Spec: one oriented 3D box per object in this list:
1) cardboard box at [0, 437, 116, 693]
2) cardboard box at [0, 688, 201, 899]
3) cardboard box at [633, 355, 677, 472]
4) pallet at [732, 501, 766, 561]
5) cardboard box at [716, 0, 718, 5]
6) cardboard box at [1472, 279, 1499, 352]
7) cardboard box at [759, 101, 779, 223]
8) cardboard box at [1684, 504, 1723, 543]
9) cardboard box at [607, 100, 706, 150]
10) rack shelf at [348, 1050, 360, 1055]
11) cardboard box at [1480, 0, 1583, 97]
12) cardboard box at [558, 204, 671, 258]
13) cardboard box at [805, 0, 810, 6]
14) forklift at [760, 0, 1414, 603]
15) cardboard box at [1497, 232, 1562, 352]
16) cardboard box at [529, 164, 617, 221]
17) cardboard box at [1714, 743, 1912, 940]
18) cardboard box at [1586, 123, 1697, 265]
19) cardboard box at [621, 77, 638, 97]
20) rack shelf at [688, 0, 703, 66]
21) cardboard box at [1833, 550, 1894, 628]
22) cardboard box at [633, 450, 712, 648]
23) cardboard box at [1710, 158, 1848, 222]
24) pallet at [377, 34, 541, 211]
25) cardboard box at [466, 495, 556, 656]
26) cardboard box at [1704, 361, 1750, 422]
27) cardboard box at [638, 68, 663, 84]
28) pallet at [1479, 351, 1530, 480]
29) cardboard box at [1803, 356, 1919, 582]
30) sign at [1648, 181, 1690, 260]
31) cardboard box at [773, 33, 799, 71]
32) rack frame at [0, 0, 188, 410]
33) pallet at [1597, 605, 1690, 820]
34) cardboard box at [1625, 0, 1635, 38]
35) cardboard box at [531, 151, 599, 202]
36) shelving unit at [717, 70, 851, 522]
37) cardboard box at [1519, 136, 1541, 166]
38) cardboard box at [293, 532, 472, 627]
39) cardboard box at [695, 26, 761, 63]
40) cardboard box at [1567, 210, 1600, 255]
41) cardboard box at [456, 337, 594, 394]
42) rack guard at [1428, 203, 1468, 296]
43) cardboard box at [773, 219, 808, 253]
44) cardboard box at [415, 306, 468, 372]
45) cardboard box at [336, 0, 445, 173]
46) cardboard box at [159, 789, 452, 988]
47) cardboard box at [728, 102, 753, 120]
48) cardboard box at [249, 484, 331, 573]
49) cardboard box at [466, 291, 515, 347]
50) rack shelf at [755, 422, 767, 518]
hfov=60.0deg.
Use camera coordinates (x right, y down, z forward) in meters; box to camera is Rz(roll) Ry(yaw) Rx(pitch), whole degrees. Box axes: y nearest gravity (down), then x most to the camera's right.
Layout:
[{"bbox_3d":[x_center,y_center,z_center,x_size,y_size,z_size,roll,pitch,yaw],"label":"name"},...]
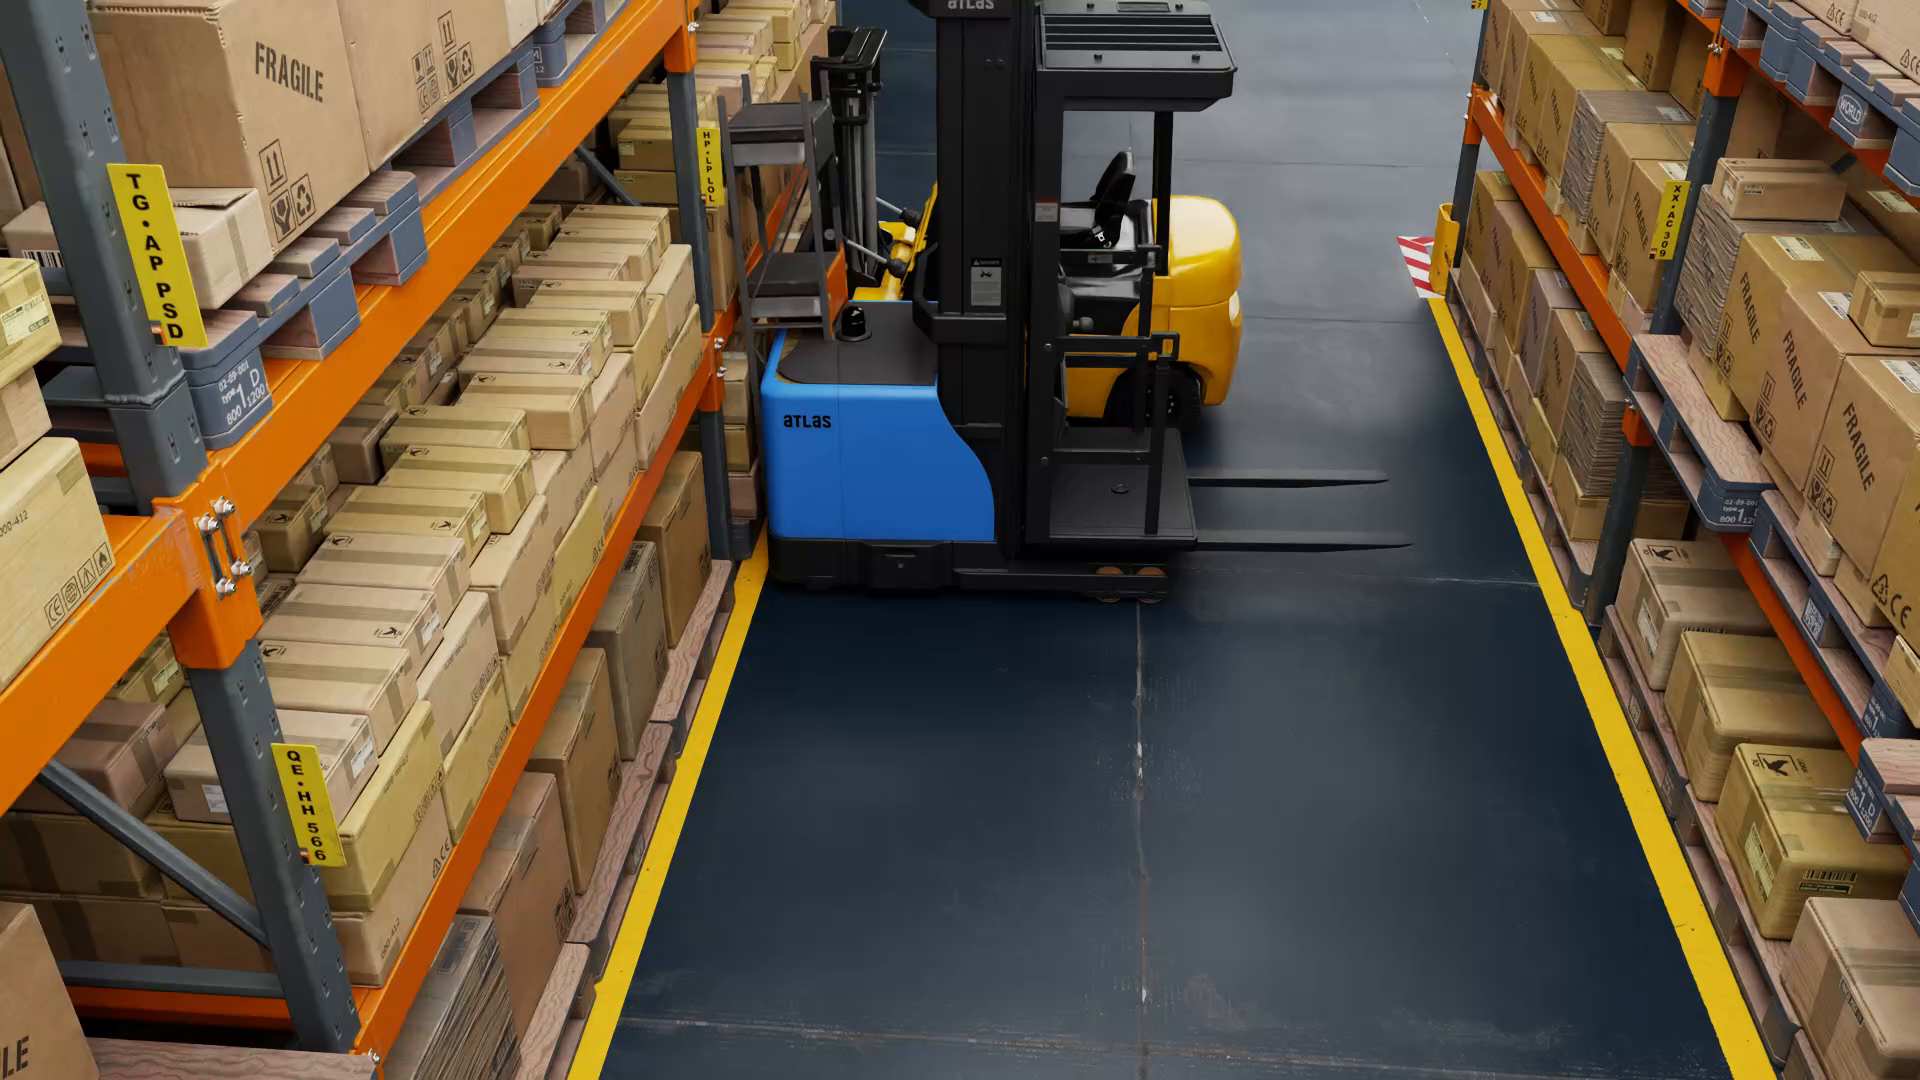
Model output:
[{"bbox_3d":[-1.699,0.061,2.575,0.500,0.250,0.500,1,32,2],"label":"cardboard box"},{"bbox_3d":[-2.140,0.600,4.084,0.500,0.250,0.500,3,32,5],"label":"cardboard box"},{"bbox_3d":[-1.389,-0.494,6.336,0.500,0.250,0.500,2,32,4],"label":"cardboard box"},{"bbox_3d":[-1.467,-0.323,8.573,1.003,0.211,1.213,2,32,4],"label":"pallet"},{"bbox_3d":[-1.551,-3.192,9.574,0.380,0.149,0.250,3,32,5],"label":"cardboard box"},{"bbox_3d":[3.309,-1.309,9.736,0.500,0.250,0.500,4,32,6],"label":"cardboard box"},{"bbox_3d":[-1.211,-1.897,8.374,0.500,0.500,0.500,2,32,3],"label":"cardboard box"},{"bbox_3d":[3.691,-0.191,7.922,0.500,0.250,0.500,1,32,2],"label":"cardboard box"},{"bbox_3d":[-1.338,-1.837,7.374,0.380,0.149,0.250,3,32,5],"label":"cardboard box"},{"bbox_3d":[-2.062,2.348,2.267,1.077,0.370,4.000,2,32,4],"label":"rack shelf"},{"bbox_3d":[3.384,-2.911,9.735,0.500,0.500,0.500,2,32,3],"label":"cardboard box"},{"bbox_3d":[-1.380,-1.227,6.668,0.380,0.149,0.250,4,32,6],"label":"cardboard box"},{"bbox_3d":[-1.051,-3.168,9.535,0.380,0.149,0.250,3,32,5],"label":"cardboard box"},{"bbox_3d":[0.625,-1.238,7.465,3.031,2.935,1.130,1,32,1],"label":"forklift"},{"bbox_3d":[3.270,-1.347,9.082,0.500,0.500,0.500,3,32,5],"label":"cardboard box"},{"bbox_3d":[-1.807,-1.385,7.543,0.500,0.500,0.500,2,32,4],"label":"cardboard box"},{"bbox_3d":[3.223,1.068,5.762,0.950,0.372,0.625,3,32,6],"label":"cardboard box"},{"bbox_3d":[3.197,-1.568,7.556,0.500,0.500,0.500,3,32,6],"label":"cardboard box"},{"bbox_3d":[-1.780,-2.258,8.058,0.380,0.149,0.250,2,32,3],"label":"cardboard box"},{"bbox_3d":[-1.411,-3.112,8.268,1.077,0.370,4.000,2,32,4],"label":"rack shelf"},{"bbox_3d":[2.887,0.139,5.005,0.380,0.149,0.250,1,32,2],"label":"cardboard box"},{"bbox_3d":[-1.605,0.010,7.239,0.875,0.625,0.625,4,32,6],"label":"cardboard box"},{"bbox_3d":[2.983,-1.279,6.069,0.380,0.149,0.250,2,32,4],"label":"cardboard box"},{"bbox_3d":[-1.845,-1.145,4.569,1.003,0.211,1.213,4,32,6],"label":"pallet"},{"bbox_3d":[-1.517,0.090,4.911,0.500,0.250,0.500,2,32,3],"label":"cardboard box"},{"bbox_3d":[2.985,-0.552,6.126,0.380,0.149,0.250,3,32,5],"label":"cardboard box"},{"bbox_3d":[-1.703,-2.269,8.359,0.380,0.149,0.250,2,32,3],"label":"cardboard box"},{"bbox_3d":[3.490,-0.691,9.170,1.003,0.211,1.213,2,32,4],"label":"pallet"},{"bbox_3d":[2.925,-0.212,4.956,0.500,0.500,0.500,1,32,2],"label":"cardboard box"},{"bbox_3d":[2.832,-1.274,6.632,0.100,0.325,0.005,2,32,4],"label":"sign"},{"bbox_3d":[-1.077,-2.641,8.963,0.380,0.149,0.250,3,32,4],"label":"cardboard box"},{"bbox_3d":[-1.899,-1.558,2.201,1.000,3.000,0.127,2,32,4],"label":"rack frame"},{"bbox_3d":[3.312,0.708,6.899,1.003,0.211,1.213,2,32,4],"label":"pallet"},{"bbox_3d":[3.888,-2.761,8.538,0.700,0.500,0.500,2,32,3],"label":"cardboard box"},{"bbox_3d":[-1.804,-1.594,7.264,0.380,0.149,0.250,2,32,4],"label":"cardboard box"},{"bbox_3d":[-0.767,-1.086,7.833,0.431,2.100,0.503,0,26,6],"label":"shelving unit"},{"bbox_3d":[3.303,-2.166,9.146,0.380,0.149,0.250,3,32,5],"label":"cardboard box"},{"bbox_3d":[-1.555,0.111,4.498,0.380,0.149,0.250,3,32,5],"label":"cardboard box"},{"bbox_3d":[-1.224,-2.503,8.456,0.380,0.149,0.250,3,32,4],"label":"cardboard box"},{"bbox_3d":[3.176,-1.491,8.051,0.380,0.149,0.250,2,32,3],"label":"cardboard box"},{"bbox_3d":[-1.455,-0.557,5.581,0.380,0.149,0.250,3,32,4],"label":"cardboard box"},{"bbox_3d":[3.693,-1.874,10.814,1.175,0.500,0.348,2,32,4],"label":"rack guard"},{"bbox_3d":[-1.090,-1.571,9.208,0.500,0.250,0.500,2,32,3],"label":"cardboard box"},{"bbox_3d":[-1.957,-0.708,5.826,0.380,0.149,0.250,2,32,4],"label":"cardboard box"},{"bbox_3d":[-1.656,-1.182,3.858,0.700,0.500,0.500,2,32,3],"label":"cardboard box"},{"bbox_3d":[-1.620,0.838,4.174,0.500,0.250,0.500,3,32,4],"label":"cardboard box"},{"bbox_3d":[-1.179,-1.969,7.872,0.380,0.149,0.250,3,32,5],"label":"cardboard box"},{"bbox_3d":[-2.034,-0.041,4.744,0.380,0.149,0.250,2,32,4],"label":"cardboard box"},{"bbox_3d":[-1.922,-0.728,6.239,0.500,0.250,0.500,2,32,3],"label":"cardboard box"},{"bbox_3d":[-0.726,-0.445,8.145,0.431,0.518,0.480,0,26,6],"label":"rack shelf"}]
